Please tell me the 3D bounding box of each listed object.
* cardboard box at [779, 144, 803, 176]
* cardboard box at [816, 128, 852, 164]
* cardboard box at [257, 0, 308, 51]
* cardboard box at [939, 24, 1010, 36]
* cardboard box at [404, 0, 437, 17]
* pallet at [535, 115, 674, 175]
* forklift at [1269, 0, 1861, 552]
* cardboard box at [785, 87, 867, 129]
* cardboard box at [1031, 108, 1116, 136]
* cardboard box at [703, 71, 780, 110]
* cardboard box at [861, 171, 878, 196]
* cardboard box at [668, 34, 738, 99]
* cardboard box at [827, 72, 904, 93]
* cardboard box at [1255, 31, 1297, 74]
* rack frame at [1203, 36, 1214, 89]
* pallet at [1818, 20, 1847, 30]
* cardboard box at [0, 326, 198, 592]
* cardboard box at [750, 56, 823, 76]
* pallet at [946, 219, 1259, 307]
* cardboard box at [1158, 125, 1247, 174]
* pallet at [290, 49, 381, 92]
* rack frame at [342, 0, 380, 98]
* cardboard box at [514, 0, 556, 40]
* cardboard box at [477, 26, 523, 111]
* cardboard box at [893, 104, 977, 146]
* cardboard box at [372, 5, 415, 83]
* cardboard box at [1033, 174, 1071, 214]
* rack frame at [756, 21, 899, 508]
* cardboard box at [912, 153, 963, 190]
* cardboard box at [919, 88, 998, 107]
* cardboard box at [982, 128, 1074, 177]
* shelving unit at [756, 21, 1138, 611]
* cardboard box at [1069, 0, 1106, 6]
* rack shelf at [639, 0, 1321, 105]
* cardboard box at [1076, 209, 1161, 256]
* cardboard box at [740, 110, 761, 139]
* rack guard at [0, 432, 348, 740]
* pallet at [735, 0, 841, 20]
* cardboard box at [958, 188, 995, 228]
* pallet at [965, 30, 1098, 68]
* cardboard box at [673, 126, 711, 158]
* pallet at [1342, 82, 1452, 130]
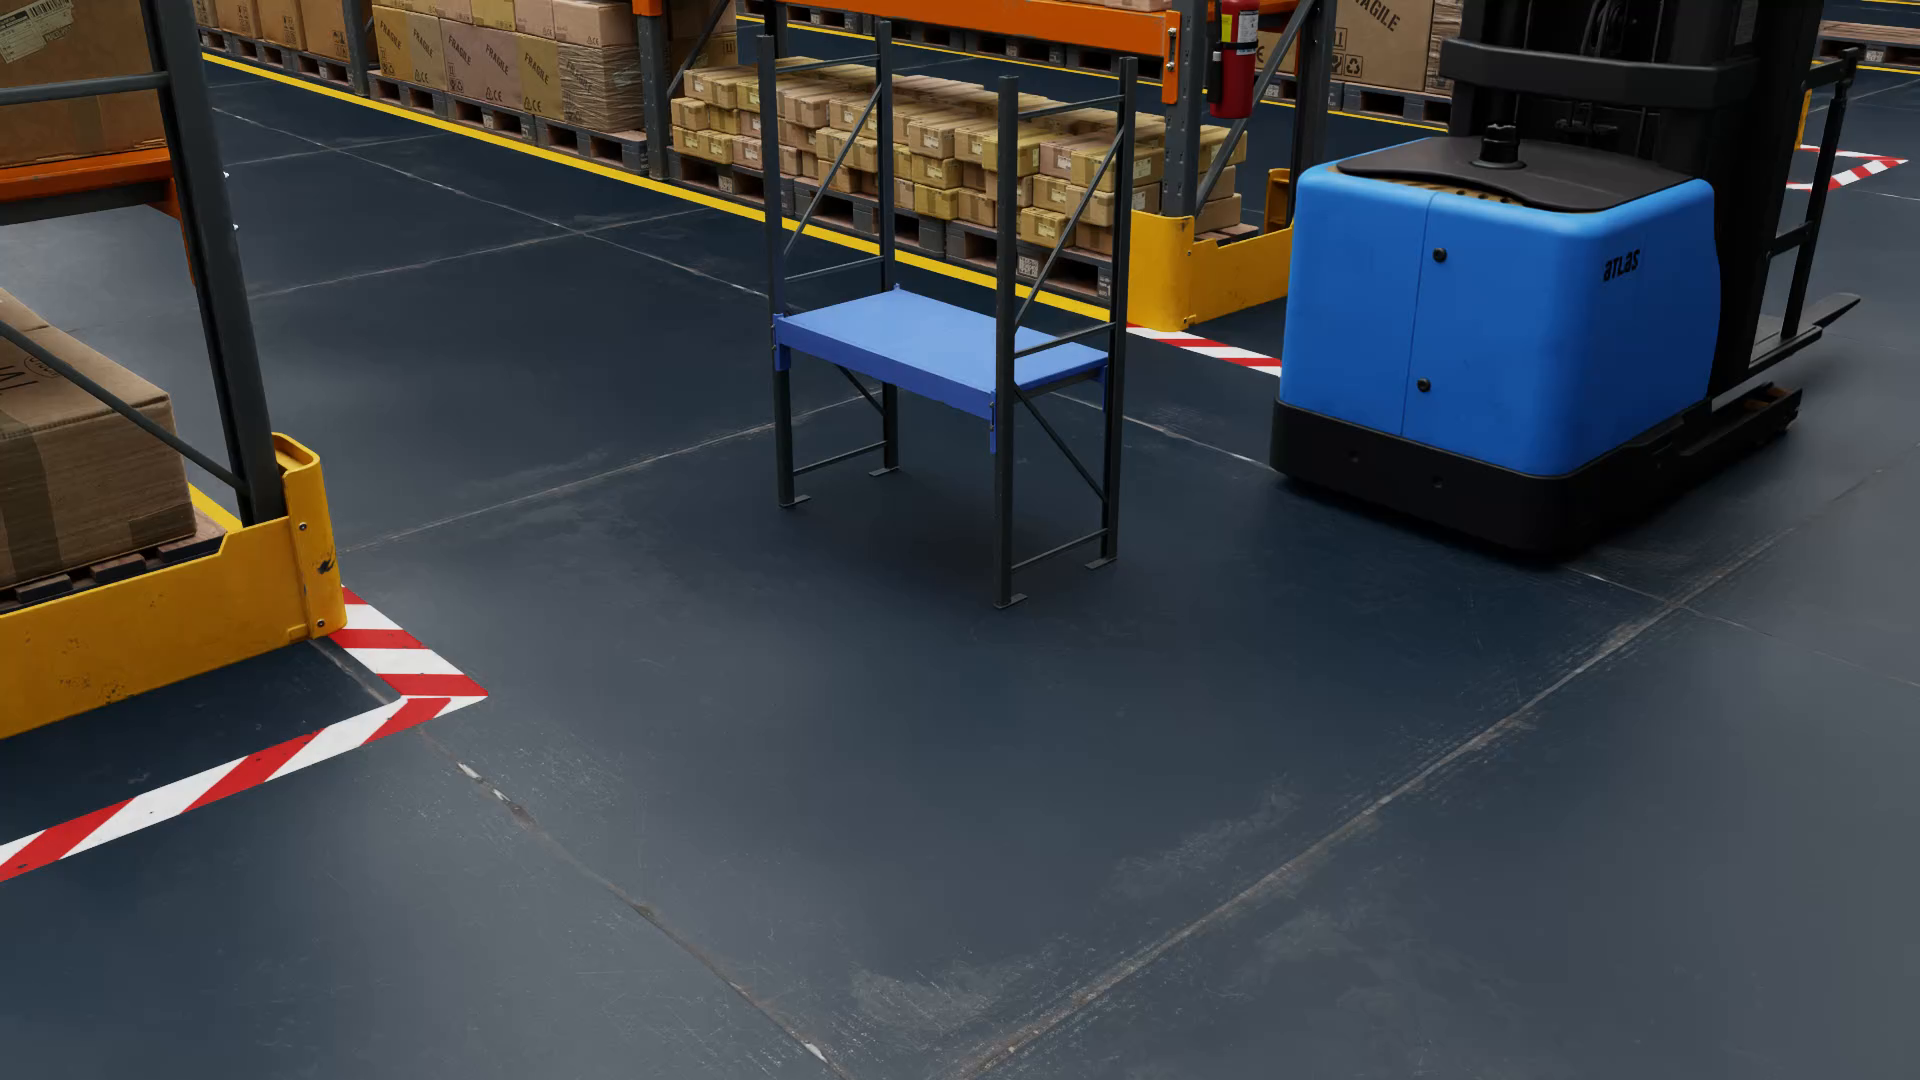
[{"bbox_3d":[-0.851,-2.151,9.279,0.380,0.149,0.250,-22,33,-39],"label":"cardboard box"},{"bbox_3d":[-0.540,-2.109,8.829,0.380,0.149,0.250,-22,32,-39],"label":"cardboard box"},{"bbox_3d":[-5.150,-4.515,13.738,1.050,0.750,0.750,-21,32,-38],"label":"cardboard box"},{"bbox_3d":[0.551,-4.988,14.623,1.225,0.875,0.875,-21,32,-38],"label":"cardboard box"},{"bbox_3d":[-3.558,-3.838,11.651,0.500,0.250,0.500,-22,32,-39],"label":"cardboard box"},{"bbox_3d":[-1.998,-2.629,10.758,1.003,0.211,1.213,-21,32,-38],"label":"pallet"},{"bbox_3d":[2.450,-1.809,5.684,3.031,2.935,1.130,-22,33,-40],"label":"forklift"},{"bbox_3d":[-0.718,-2.328,8.951,0.380,0.149,0.250,-20,31,-37],"label":"cardboard box"},{"bbox_3d":[0.574,-2.084,8.416,0.250,0.149,0.380,22,32,39],"label":"cardboard box"},{"bbox_3d":[-1.236,-2.563,9.467,0.380,0.149,0.250,-19,31,-36],"label":"cardboard box"},{"bbox_3d":[-0.299,-1.915,8.763,0.380,0.149,0.250,-20,31,-37],"label":"cardboard box"},{"bbox_3d":[-1.777,-3.015,10.751,0.500,0.500,0.500,-20,31,-37],"label":"cardboard box"},{"bbox_3d":[-0.532,-2.553,9.443,0.380,0.149,0.250,-20,31,-37],"label":"cardboard box"},{"bbox_3d":[2.617,-4.040,12.546,0.875,0.875,0.875,-21,32,-38],"label":"cardboard box"},{"bbox_3d":[2.225,-5.039,12.681,1.000,3.000,0.127,-21,32,-38],"label":"rack frame"},{"bbox_3d":[7.209,-4.593,15.065,1.003,0.211,1.213,-21,32,-38],"label":"pallet"},{"bbox_3d":[-2.799,-0.212,4.682,0.875,0.438,0.875,22,33,40],"label":"cardboard box"},{"bbox_3d":[-1.032,-2.793,9.970,0.380,0.149,0.250,-20,31,-37],"label":"cardboard box"},{"bbox_3d":[0.688,-1.461,8.198,1.003,0.211,1.213,-21,32,-38],"label":"pallet"},{"bbox_3d":[1.159,-1.870,7.947,0.250,0.149,0.380,22,32,39],"label":"cardboard box"},{"bbox_3d":[-4.683,-3.866,13.469,1.003,0.211,1.213,-21,32,-38],"label":"pallet"},{"bbox_3d":[-4.199,-4.874,12.320,1.000,3.000,0.127,-21,32,-38],"label":"rack frame"},{"bbox_3d":[-2.500,-3.371,10.626,0.500,0.250,0.500,-19,31,-36],"label":"cardboard box"},{"bbox_3d":[-2.853,-3.181,11.114,0.500,0.500,0.500,-22,33,-40],"label":"cardboard box"},{"bbox_3d":[-0.132,-2.112,8.477,0.250,0.149,0.380,23,33,40],"label":"cardboard box"},{"bbox_3d":[-3.902,-3.641,12.123,0.500,0.500,0.500,22,33,40],"label":"cardboard box"},{"bbox_3d":[0.561,-1.653,7.830,0.380,0.149,0.250,-22,33,-40],"label":"cardboard box"},{"bbox_3d":[-0.406,-0.862,5.333,0.500,1.500,0.032,-21,32,-38],"label":"rack frame"},{"bbox_3d":[-0.020,-1.869,8.303,0.380,0.149,0.250,-21,32,-38],"label":"cardboard box"},{"bbox_3d":[0.003,-2.312,8.916,0.380,0.149,0.250,-21,32,-38],"label":"cardboard box"},{"bbox_3d":[0.323,-1.838,7.878,0.380,0.149,0.250,-22,33,-40],"label":"cardboard box"},{"bbox_3d":[-0.058,-0.708,4.995,0.538,1.500,1.048,-21,32,-38],"label":"shelving unit"},{"bbox_3d":[0.697,-2.441,7.288,0.380,0.149,0.250,-21,32,-39],"label":"cardboard box"},{"bbox_3d":[-0.098,-2.729,8.484,1.077,0.370,4.000,-21,32,-38],"label":"rack shelf"},{"bbox_3d":[0.757,-1.445,7.731,0.380,0.149,0.250,-21,32,-38],"label":"cardboard box"},{"bbox_3d":[-1.020,-2.376,9.415,0.380,0.149,0.250,-21,32,-39],"label":"cardboard box"},{"bbox_3d":[-2.259,0.129,4.365,1.175,0.500,0.348,-21,32,-38],"label":"rack guard"},{"bbox_3d":[-1.872,-5.588,17.246,1.003,0.211,1.213,-21,32,-38],"label":"pallet"},{"bbox_3d":[0.211,-1.669,8.224,0.380,0.149,0.250,-21,32,-38],"label":"cardboard box"},{"bbox_3d":[0.804,-4.352,14.535,1.003,0.211,1.213,-21,32,-38],"label":"pallet"},{"bbox_3d":[-1.451,-2.355,9.726,0.250,0.149,0.380,22,33,40],"label":"cardboard box"},{"bbox_3d":[3.525,-3.148,11.895,1.003,0.211,1.213,-21,32,-38],"label":"pallet"}]
